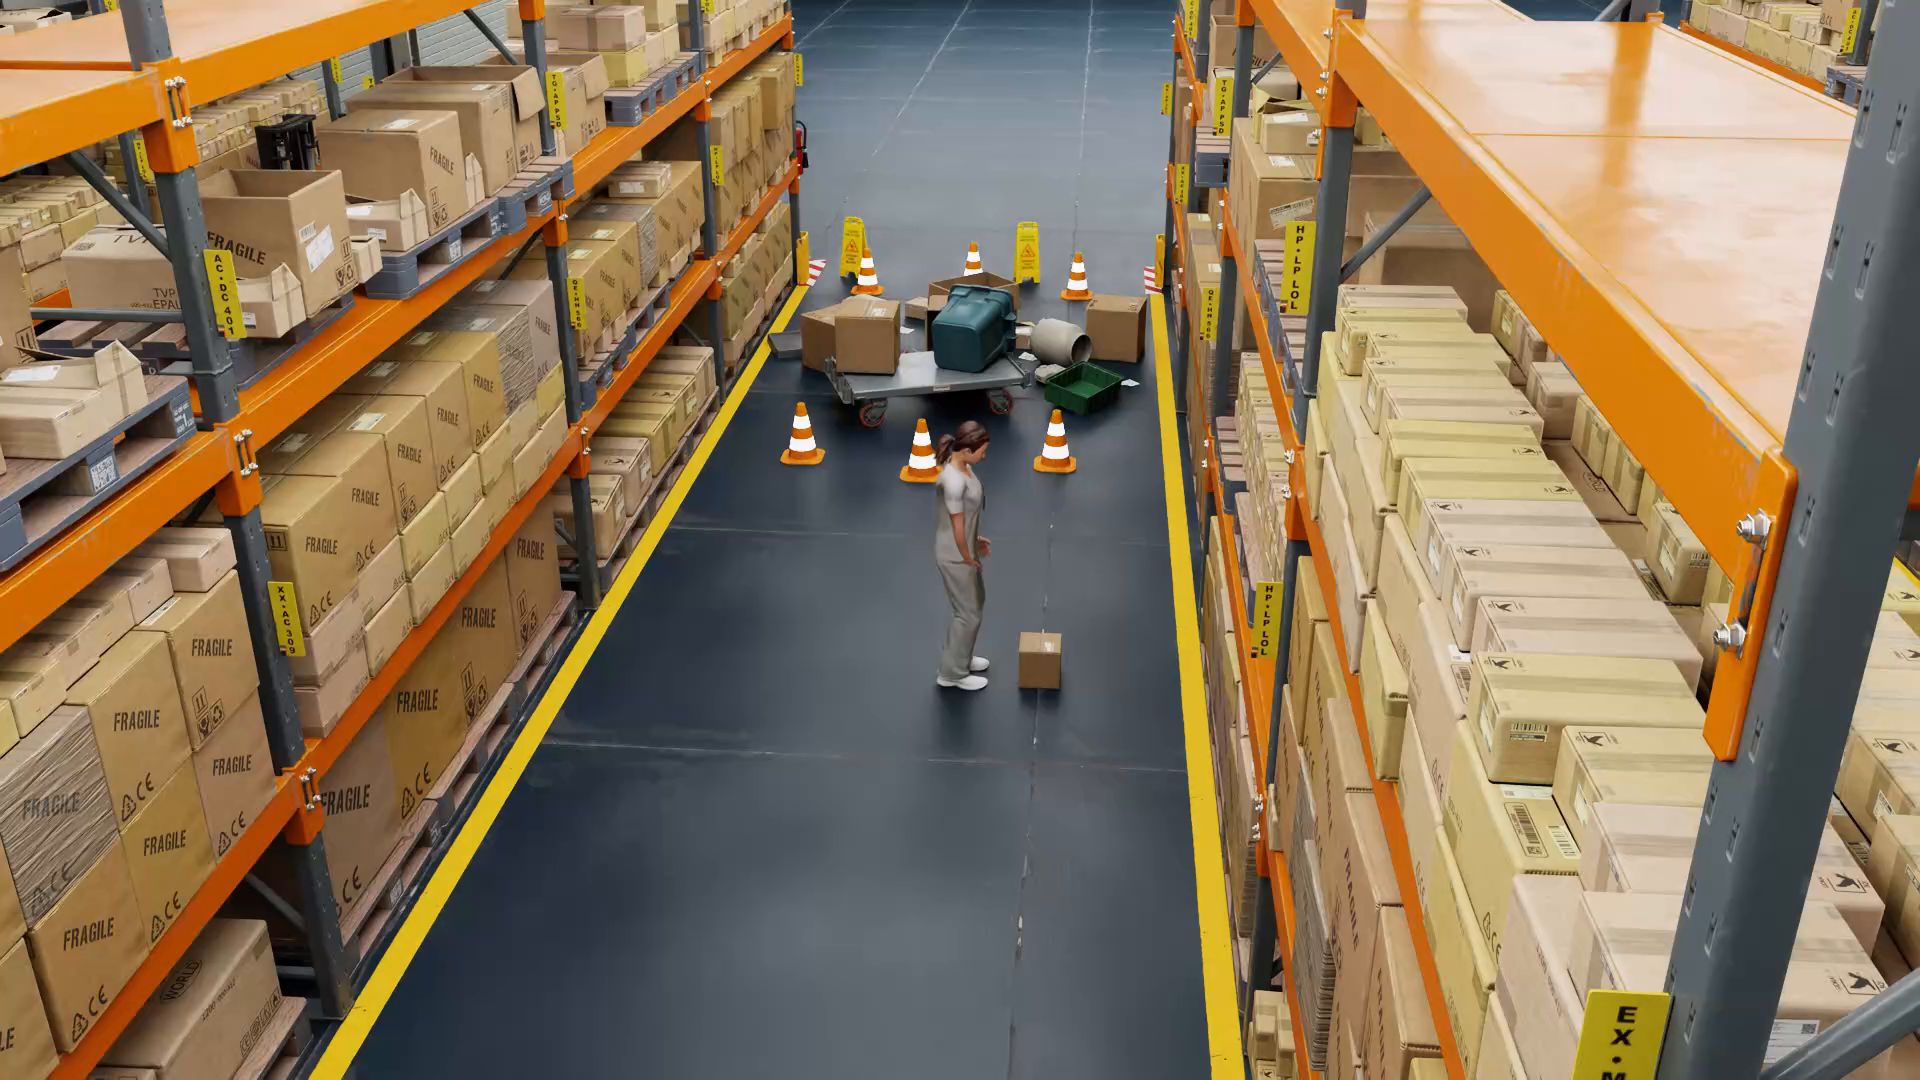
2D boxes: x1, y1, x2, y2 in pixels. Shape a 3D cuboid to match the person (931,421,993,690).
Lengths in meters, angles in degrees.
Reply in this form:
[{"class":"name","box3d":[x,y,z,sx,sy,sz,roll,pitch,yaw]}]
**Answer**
[{"class":"person","box3d":[0.008,0.073,9.870,0.352,1.658,0.451,2,25,5]}]
